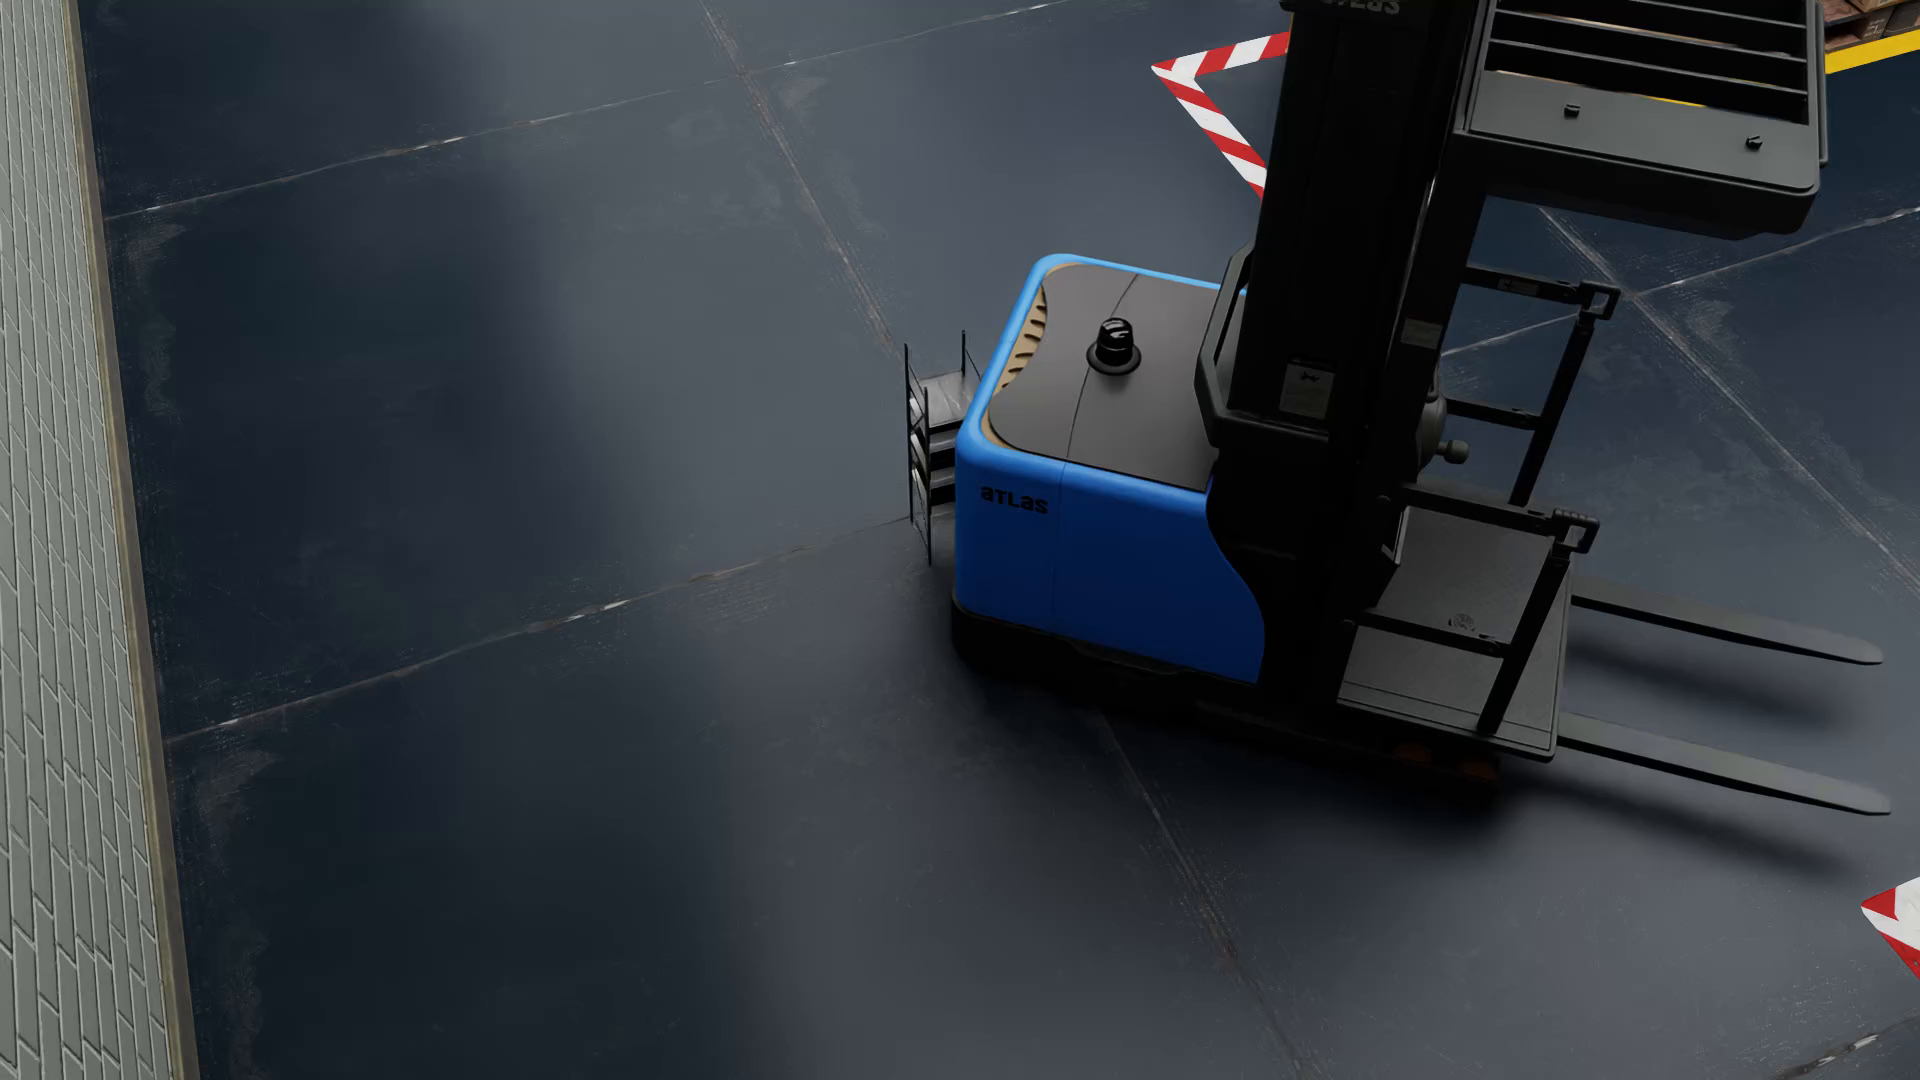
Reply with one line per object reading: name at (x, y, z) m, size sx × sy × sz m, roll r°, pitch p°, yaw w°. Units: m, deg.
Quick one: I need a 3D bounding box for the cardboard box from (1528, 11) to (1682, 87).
cardboard box at (3.019, -2.416, 7.797) m, size 0.500 × 0.250 × 0.500 m, roll -17°, pitch 52°, yaw -14°

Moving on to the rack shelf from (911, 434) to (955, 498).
rack shelf at (-0.049, -0.285, 5.872) m, size 0.200 × 0.077 × 0.258 m, roll -14°, pitch 51°, yaw -12°

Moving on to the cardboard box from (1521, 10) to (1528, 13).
cardboard box at (2.765, -2.671, 8.070) m, size 0.250 × 0.166 × 0.380 m, roll -17°, pitch 52°, yaw -14°

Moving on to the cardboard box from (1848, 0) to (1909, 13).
cardboard box at (4.534, -2.905, 8.177) m, size 0.500 × 0.311 × 0.500 m, roll -17°, pitch 52°, yaw -14°

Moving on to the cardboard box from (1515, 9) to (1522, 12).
cardboard box at (2.356, -2.726, 7.898) m, size 0.500 × 0.500 × 0.500 m, roll -17°, pitch 52°, yaw -14°

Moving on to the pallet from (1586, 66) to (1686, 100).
pallet at (2.754, -2.411, 8.108) m, size 1.213 × 0.211 × 1.003 m, roll -17°, pitch 52°, yaw -14°

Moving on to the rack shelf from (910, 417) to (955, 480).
rack shelf at (-0.049, -0.344, 5.804) m, size 0.200 × 0.077 × 0.258 m, roll -14°, pitch 51°, yaw -12°

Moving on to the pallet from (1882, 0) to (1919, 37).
pallet at (5.012, -3.111, 8.709) m, size 1.213 × 0.211 × 1.003 m, roll -17°, pitch 52°, yaw -14°

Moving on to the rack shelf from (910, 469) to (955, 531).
rack shelf at (-0.049, -0.168, 6.009) m, size 0.200 × 0.077 × 0.258 m, roll -14°, pitch 51°, yaw -12°

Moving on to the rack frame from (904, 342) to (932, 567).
rack frame at (-0.145, -0.282, 5.826) m, size 0.006 × 0.900 × 0.240 m, roll -14°, pitch 51°, yaw -12°

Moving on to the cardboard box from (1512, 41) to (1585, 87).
cardboard box at (2.694, -2.239, 7.700) m, size 0.250 × 0.166 × 0.380 m, roll -17°, pitch 52°, yaw -14°

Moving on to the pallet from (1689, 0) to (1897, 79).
pallet at (3.881, -2.758, 8.406) m, size 1.213 × 0.211 × 1.003 m, roll -17°, pitch 52°, yaw -14°

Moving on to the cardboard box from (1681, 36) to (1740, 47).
cardboard box at (3.482, -2.560, 7.920) m, size 0.500 × 0.250 × 0.500 m, roll -17°, pitch 52°, yaw -14°

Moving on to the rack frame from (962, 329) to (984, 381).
rack frame at (0.047, -0.331, 5.868) m, size 0.006 × 0.900 × 0.240 m, roll -14°, pitch 51°, yaw -12°

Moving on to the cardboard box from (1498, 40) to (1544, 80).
cardboard box at (2.463, -2.162, 7.645) m, size 0.250 × 0.149 × 0.380 m, roll -17°, pitch 52°, yaw -14°

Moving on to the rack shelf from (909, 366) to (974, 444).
rack shelf at (-0.049, -0.461, 5.667) m, size 0.200 × 0.077 × 0.258 m, roll -14°, pitch 51°, yaw -12°

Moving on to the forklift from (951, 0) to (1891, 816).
forklift at (1.545, -0.551, 4.717) m, size 3.031 × 2.935 × 1.130 m, roll 14°, pitch 51°, yaw 11°

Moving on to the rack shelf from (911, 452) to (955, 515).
rack shelf at (-0.049, -0.226, 5.940) m, size 0.200 × 0.077 × 0.258 m, roll -14°, pitch 51°, yaw -12°

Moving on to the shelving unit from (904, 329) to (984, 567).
shelving unit at (-0.049, -0.307, 5.847) m, size 0.210 × 0.900 × 0.258 m, roll -14°, pitch 51°, yaw -12°

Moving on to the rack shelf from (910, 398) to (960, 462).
rack shelf at (-0.049, -0.402, 5.736) m, size 0.200 × 0.077 × 0.258 m, roll -14°, pitch 51°, yaw -12°
